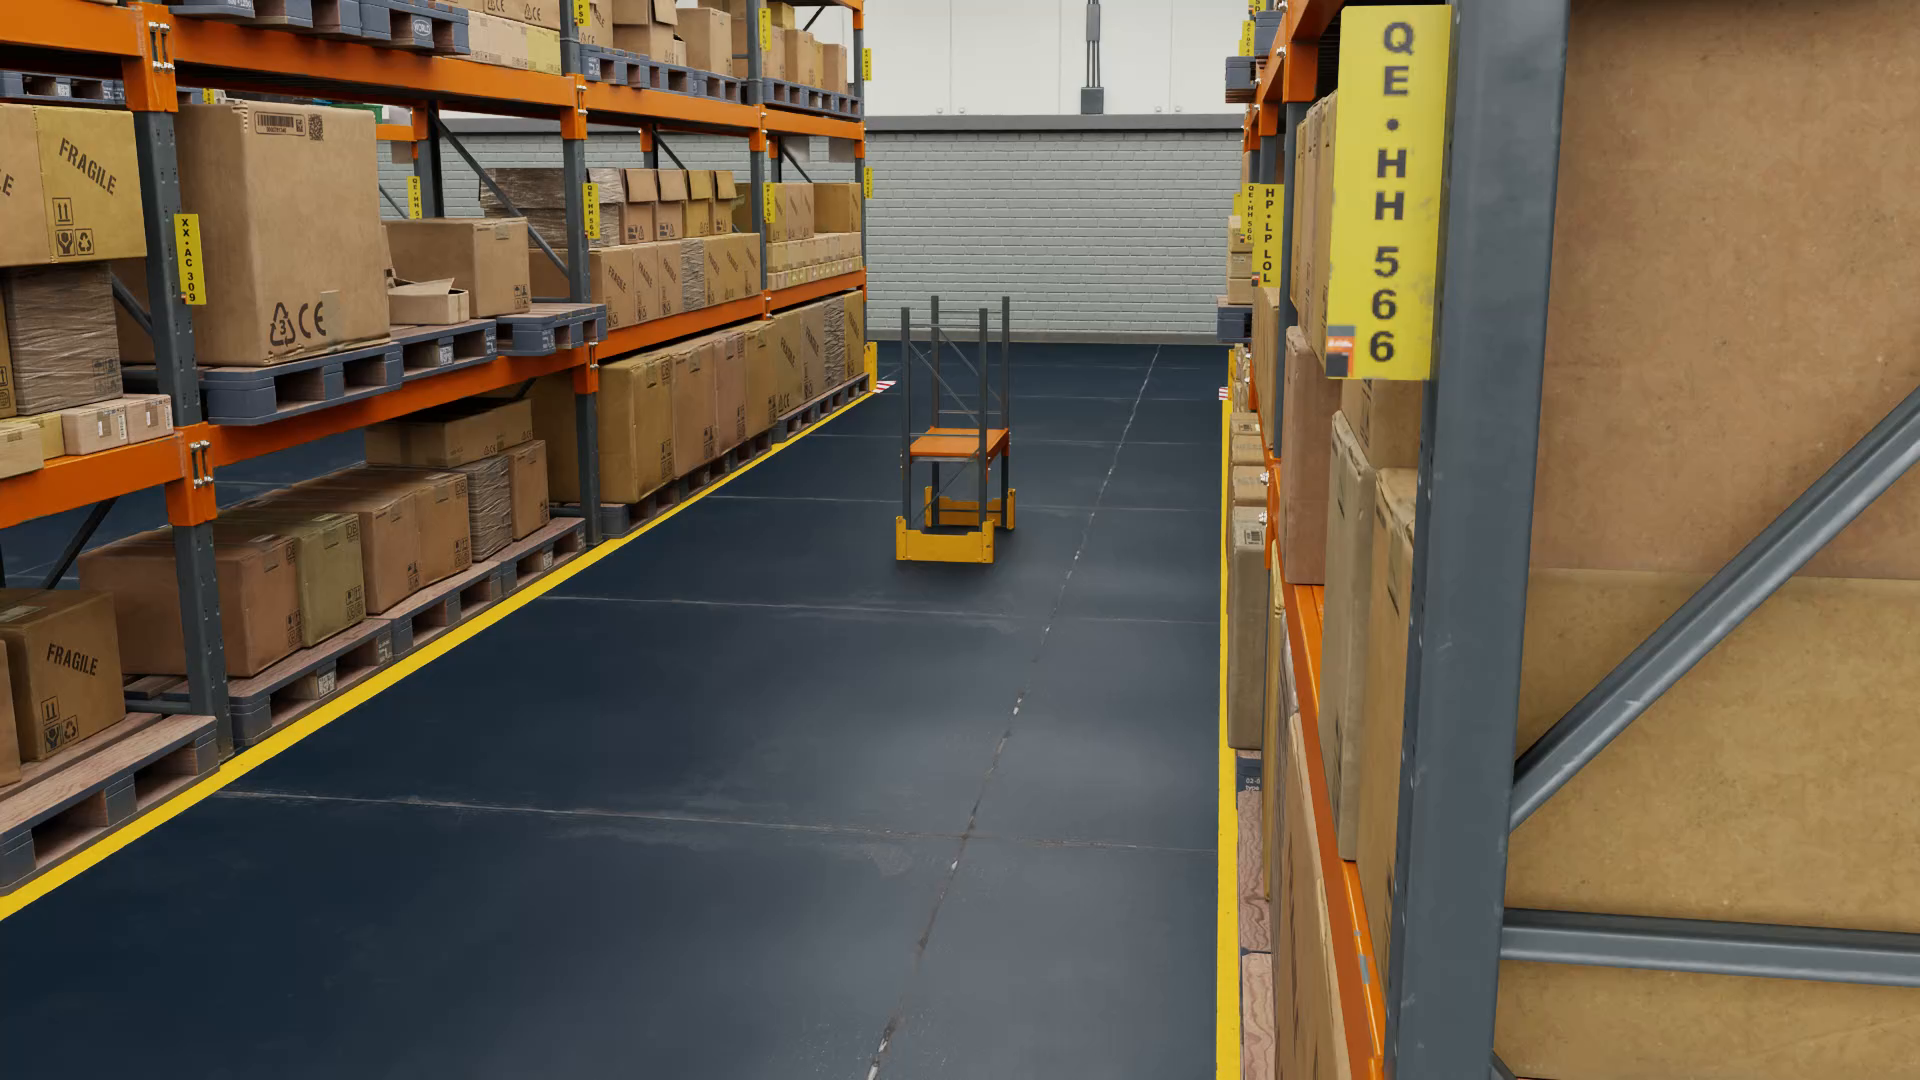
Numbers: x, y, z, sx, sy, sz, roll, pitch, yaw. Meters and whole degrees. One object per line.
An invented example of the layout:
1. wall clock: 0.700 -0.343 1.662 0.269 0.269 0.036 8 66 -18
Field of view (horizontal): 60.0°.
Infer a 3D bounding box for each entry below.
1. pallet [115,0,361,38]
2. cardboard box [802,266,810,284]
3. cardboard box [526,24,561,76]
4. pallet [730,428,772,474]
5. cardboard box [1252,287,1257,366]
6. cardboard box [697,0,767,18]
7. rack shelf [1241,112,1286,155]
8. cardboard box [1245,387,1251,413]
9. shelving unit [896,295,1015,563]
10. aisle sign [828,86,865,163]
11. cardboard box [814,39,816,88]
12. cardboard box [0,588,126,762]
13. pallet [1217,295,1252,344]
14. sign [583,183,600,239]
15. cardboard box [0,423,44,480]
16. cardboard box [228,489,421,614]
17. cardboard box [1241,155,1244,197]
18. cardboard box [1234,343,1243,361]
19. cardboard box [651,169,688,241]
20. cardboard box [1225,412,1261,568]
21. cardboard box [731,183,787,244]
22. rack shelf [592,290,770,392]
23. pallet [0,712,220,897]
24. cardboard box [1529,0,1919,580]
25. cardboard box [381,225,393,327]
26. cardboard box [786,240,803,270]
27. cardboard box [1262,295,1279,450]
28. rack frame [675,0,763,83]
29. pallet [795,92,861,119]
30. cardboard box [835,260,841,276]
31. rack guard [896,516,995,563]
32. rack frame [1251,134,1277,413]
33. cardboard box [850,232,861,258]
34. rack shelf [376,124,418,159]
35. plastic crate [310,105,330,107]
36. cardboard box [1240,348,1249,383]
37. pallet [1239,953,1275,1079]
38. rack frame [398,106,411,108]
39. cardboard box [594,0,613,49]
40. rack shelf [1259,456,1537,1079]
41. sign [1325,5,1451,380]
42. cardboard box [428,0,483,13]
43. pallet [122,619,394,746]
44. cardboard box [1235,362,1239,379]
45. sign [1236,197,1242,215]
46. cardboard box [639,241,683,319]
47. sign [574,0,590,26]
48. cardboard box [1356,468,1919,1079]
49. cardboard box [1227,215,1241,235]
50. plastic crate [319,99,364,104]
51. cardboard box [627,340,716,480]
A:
1. pallet: -3.153 -2.117 6.523 1.213 0.211 1.003 2 12 9
2. cardboard box: -1.591 -2.428 15.238 0.380 0.149 0.250 2 12 8
3. cardboard box: -2.569 -2.736 9.306 0.500 0.250 0.500 2 12 9
4. pallet: -2.167 -0.757 13.504 1.003 0.211 1.213 2 12 9
5. cardboard box: 1.736 -1.127 8.364 0.500 0.500 0.500 2 12 8
6. cardboard box: -1.972 -4.614 14.414 0.500 0.250 0.500 1 12 5
7. rack shelf: 3.070 -3.632 14.815 1.077 0.370 4.000 2 12 9
8. cardboard box: 1.994 -0.769 10.100 0.500 0.250 0.500 2 12 7
9. shelving unit: -0.012 -0.717 10.262 0.587 1.500 1.083 2 12 9
10. aisle sign: -1.200 -4.392 17.581 0.394 0.787 0.004 2 12 9
11. cardboard box: -1.772 -4.553 15.906 0.700 0.500 0.500 1 12 5
12. cardboard box: -3.454 0.481 6.078 0.500 0.500 0.500 1 12 7
13. pallet: 2.152 -1.327 9.984 1.213 0.211 1.003 2 12 9
14. sign: -2.200 -1.962 9.917 0.100 0.325 0.005 2 12 9
15. cardboard box: -3.170 -0.283 5.283 0.380 0.149 0.250 2 12 9
16. cardboard box: -3.060 0.047 8.044 0.700 0.500 0.500 1 12 4
17. cardboard box: 2.798 -3.213 14.966 0.500 0.500 0.500 1 12 7
18. cardboard box: 2.873 -1.829 16.217 0.380 0.149 0.250 2 12 8
19. cardboard box: -2.410 -2.417 11.968 0.797 0.503 0.637 2 12 10
20. cardboard box: 1.965 -0.250 8.877 1.050 0.750 0.750 2 12 8
21. cardboard box: -1.796 -2.813 14.296 0.500 0.500 0.500 2 12 9
22. rack shelf: -2.430 -1.515 12.110 1.077 0.370 4.000 2 12 9
23. pallet: -3.422 0.887 5.879 1.003 0.211 1.213 2 12 9
24. cardboard box: 1.012 -0.280 1.755 0.875 0.550 0.550 2 12 9
25. cardboard box: -3.178 -1.237 7.872 0.797 0.503 0.637 3 13 14
26. cardboard box: -1.710 -2.548 14.845 0.500 0.250 0.500 2 12 8
27. cardboard box: 1.348 -0.602 5.929 0.500 0.500 0.500 2 12 8
28. rack frame: -2.123 -5.216 13.334 1.000 3.000 0.127 2 12 9
29. pallet: -1.611 -4.384 16.805 1.003 0.211 1.213 2 12 9
30. cardboard box: -1.393 -2.695 16.476 0.380 0.149 0.250 2 12 7
31. rack guard: -0.088 -0.003 9.912 0.587 0.250 0.087 2 12 9
32. rack frame: 2.147 -1.268 9.259 1.000 3.000 0.127 2 12 9
33. cardboard box: -1.320 -3.078 17.307 0.500 0.250 0.500 2 12 8
34. rack shelf: -6.709 -3.974 16.403 1.077 0.370 4.000 2 12 9
35. plastic crate: -6.474 -4.175 16.253 0.437 0.136 0.530 2 12 9
36. cardboard box: 2.388 -1.306 12.589 0.500 0.250 0.500 1 12 6
37. pallet: 1.153 1.338 3.785 1.003 0.211 1.213 2 12 9
38. rack frame: -6.402 -6.209 17.943 1.000 3.000 0.127 2 12 9
39. cardboard box: -2.670 -3.483 11.179 0.500 0.500 0.500 3 12 12
40. rack shelf: 1.225 0.332 3.540 1.077 0.370 4.000 2 12 9
41. sign: 0.383 -0.305 1.480 0.100 0.325 0.005 2 12 9
42. cardboard box: -2.724 -2.893 8.252 0.500 0.500 0.500 2 12 10
43. pallet: -3.235 0.583 7.285 1.003 0.211 1.213 2 12 9
44. cardboard box: 2.849 -1.631 16.007 0.380 0.149 0.250 2 12 10
45. sign: 2.225 -2.540 13.106 0.100 0.325 0.005 2 12 9
46. cardboard box: -2.242 -1.806 11.515 0.500 0.500 0.500 2 12 8
47. sign: -2.202 -3.151 9.649 0.100 0.325 0.005 2 12 9
48. cardboard box: 0.929 0.245 1.881 0.875 0.550 0.550 2 12 9
49. cardboard box: 2.248 -2.407 12.731 0.380 0.149 0.250 3 12 12
50. plastic crate: -6.736 -4.607 17.943 0.497 0.269 0.590 2 12 9
51. cardboard box: -2.467 -0.945 11.806 1.225 0.875 0.875 2 12 9
